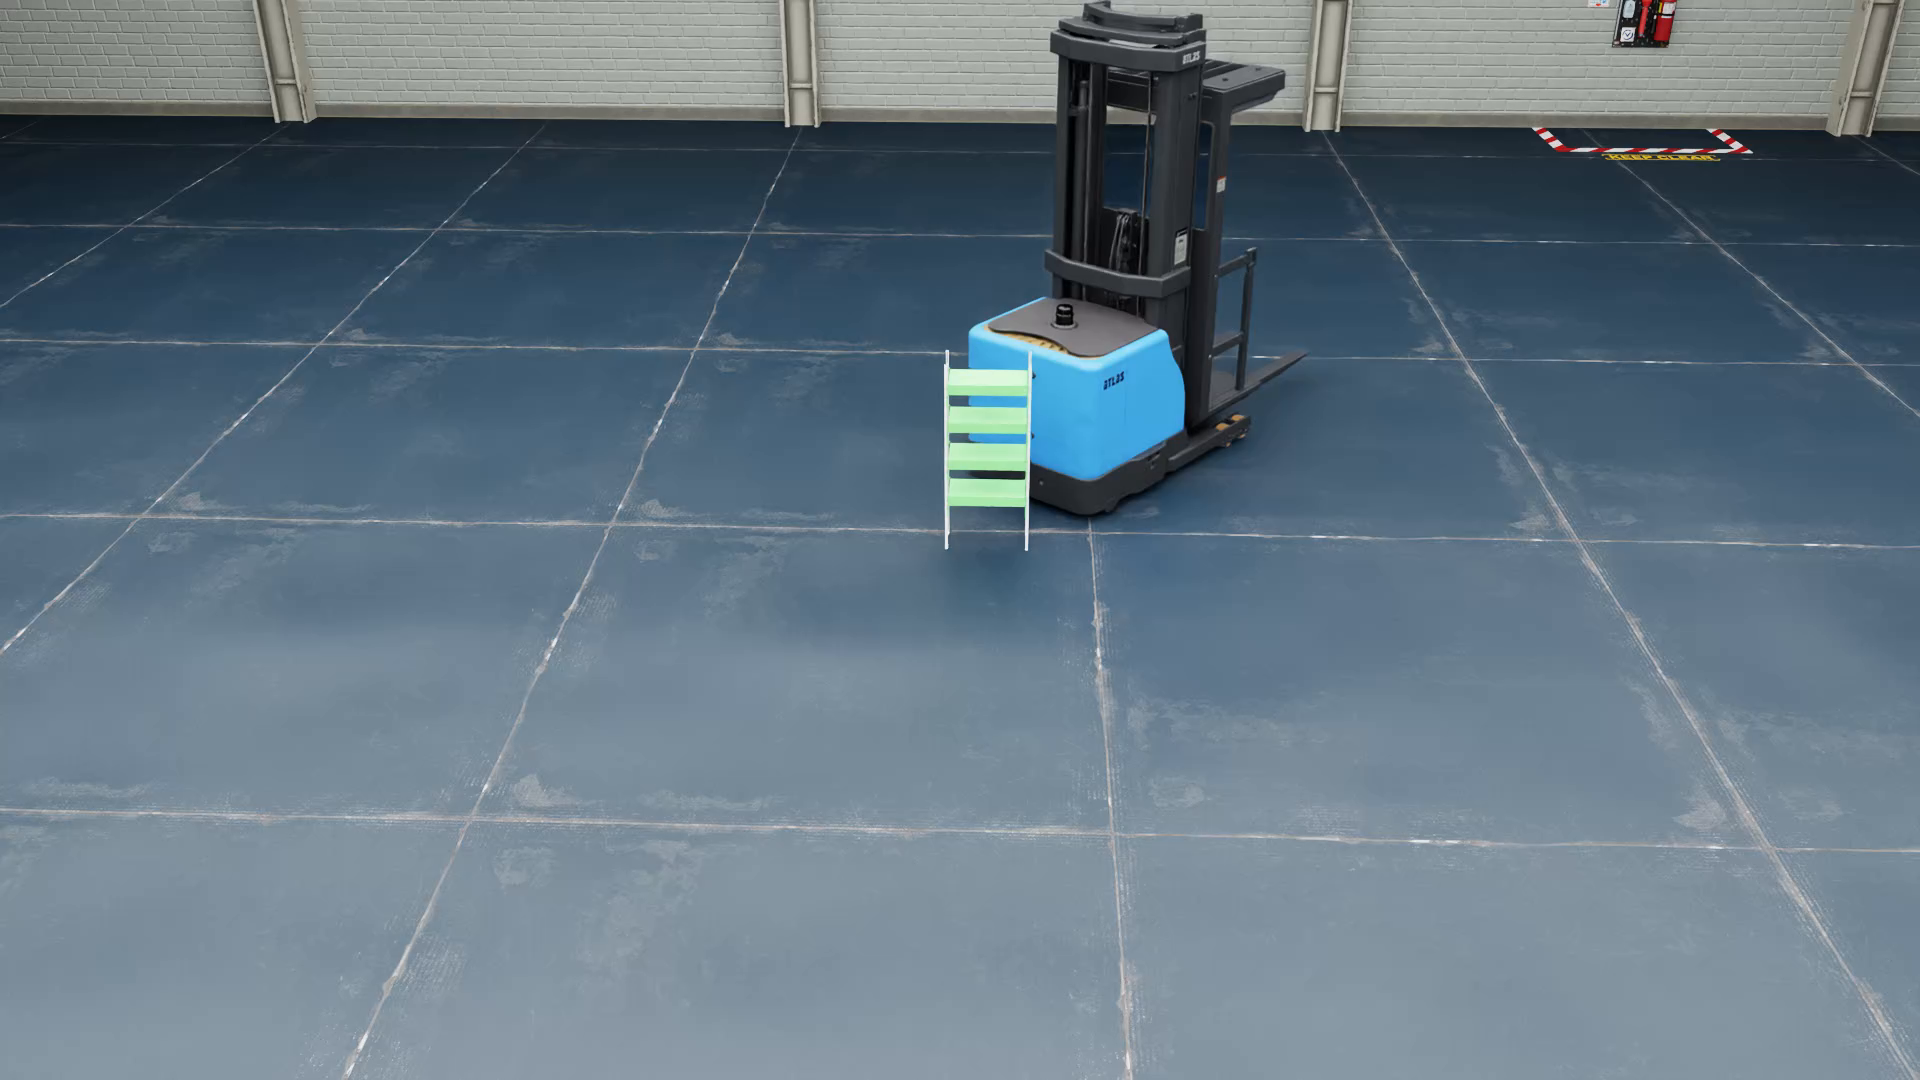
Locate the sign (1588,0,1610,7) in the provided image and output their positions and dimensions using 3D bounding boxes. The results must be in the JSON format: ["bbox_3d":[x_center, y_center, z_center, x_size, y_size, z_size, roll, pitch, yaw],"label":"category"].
[{"bbox_3d":[7.148,-6.120,18.555,0.234,0.329,0.001,1,28,2],"label":"sign"}]

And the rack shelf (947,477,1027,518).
[{"bbox_3d":[0.165,-0.259,10.106,0.480,0.148,0.258,1,28,2],"label":"rack shelf"}]

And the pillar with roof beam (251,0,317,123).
[{"bbox_3d":[-7.976,-6.921,13.699,0.400,9.000,9.100,1,28,2],"label":"pillar with roof beam"}]

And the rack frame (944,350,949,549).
[{"bbox_3d":[-0.078,-0.531,9.971,0.015,1.200,0.240,1,28,2],"label":"rack frame"}]

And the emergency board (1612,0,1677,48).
[{"bbox_3d":[7.697,-6.047,18.455,0.643,1.169,0.194,1,28,2],"label":"emergency board"}]

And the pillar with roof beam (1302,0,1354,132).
[{"bbox_3d":[4.017,-6.723,13.325,0.400,9.000,9.100,1,28,2],"label":"pillar with roof beam"}]

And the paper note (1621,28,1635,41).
[{"bbox_3d":[7.522,-5.693,18.727,0.142,0.148,0.016,1,28,2],"label":"paper note"}]

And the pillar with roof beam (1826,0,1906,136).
[{"bbox_3d":[10.013,-6.624,13.138,0.400,9.000,9.100,1,28,2],"label":"pillar with roof beam"}]

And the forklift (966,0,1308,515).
[{"bbox_3d":[1.374,-2.068,11.021,1.130,2.935,3.031,22,35,35],"label":"forklift"}]

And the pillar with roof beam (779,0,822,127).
[{"bbox_3d":[-1.980,-6.822,13.512,0.400,9.000,9.100,1,28,2],"label":"pillar with roof beam"}]

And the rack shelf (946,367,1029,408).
[{"bbox_3d":[0.165,-0.895,9.769,0.480,0.148,0.258,1,28,2],"label":"rack shelf"}]

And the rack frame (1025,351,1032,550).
[{"bbox_3d":[0.409,-0.523,9.956,0.015,1.200,0.240,1,28,2],"label":"rack frame"}]

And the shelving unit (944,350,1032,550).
[{"bbox_3d":[0.165,-0.527,9.964,0.503,1.200,0.258,1,28,2],"label":"shelving unit"}]

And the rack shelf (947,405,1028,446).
[{"bbox_3d":[0.165,-0.683,9.881,0.480,0.148,0.258,1,28,2],"label":"rack shelf"}]

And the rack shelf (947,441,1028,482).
[{"bbox_3d":[0.165,-0.471,9.994,0.480,0.148,0.258,1,28,2],"label":"rack shelf"}]
